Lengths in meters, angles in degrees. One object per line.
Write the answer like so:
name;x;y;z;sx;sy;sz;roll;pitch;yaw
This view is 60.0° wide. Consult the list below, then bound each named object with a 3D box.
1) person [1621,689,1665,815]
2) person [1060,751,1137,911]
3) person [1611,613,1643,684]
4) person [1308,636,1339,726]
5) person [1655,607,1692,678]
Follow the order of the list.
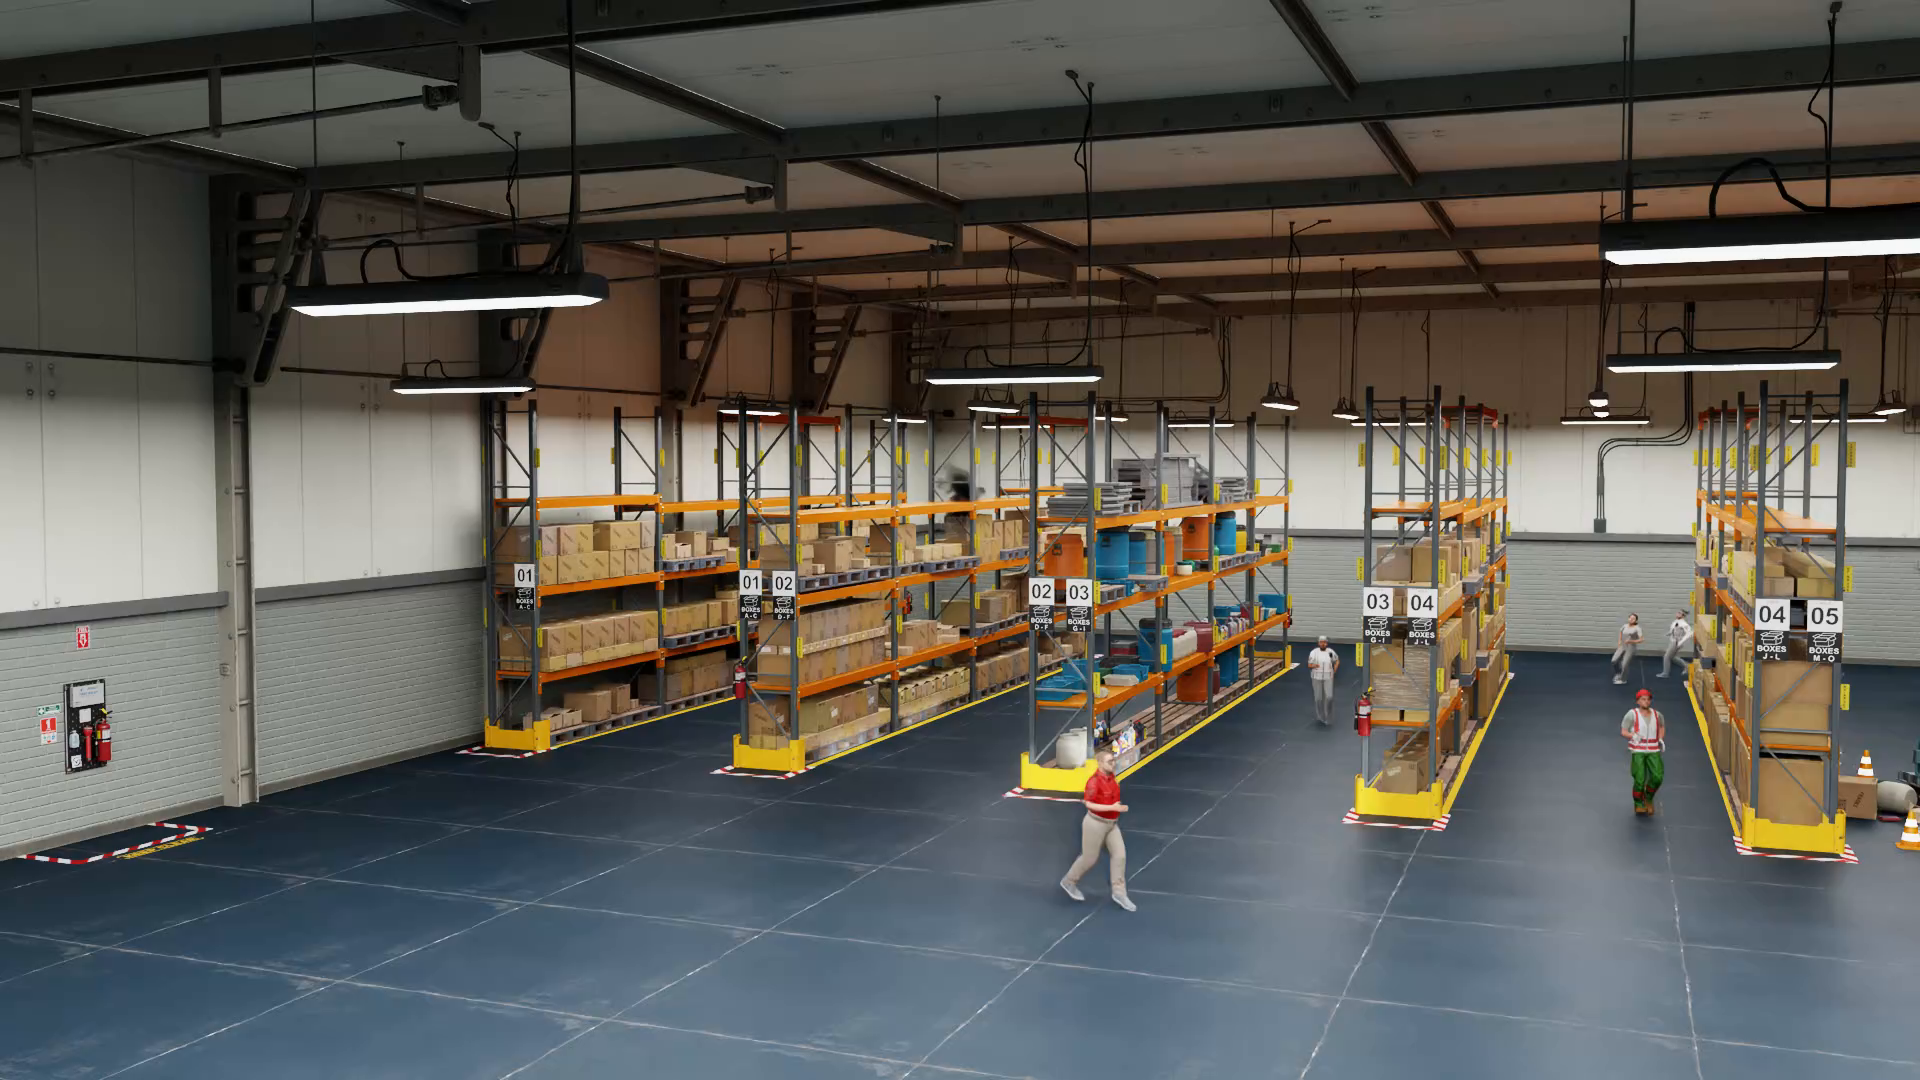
person;9.569;2.968;23.172;0.639;1.756;0.609;0;3;7
person;1.547;3.228;18.573;0.911;1.769;0.625;2;4;39
person;14.676;2.396;36.567;0.578;1.592;0.660;-2;4;-41
person;6.818;2.645;31.204;0.586;1.695;0.644;1;3;12
person;16.176;2.324;37.559;0.769;1.635;0.680;1;3;10
